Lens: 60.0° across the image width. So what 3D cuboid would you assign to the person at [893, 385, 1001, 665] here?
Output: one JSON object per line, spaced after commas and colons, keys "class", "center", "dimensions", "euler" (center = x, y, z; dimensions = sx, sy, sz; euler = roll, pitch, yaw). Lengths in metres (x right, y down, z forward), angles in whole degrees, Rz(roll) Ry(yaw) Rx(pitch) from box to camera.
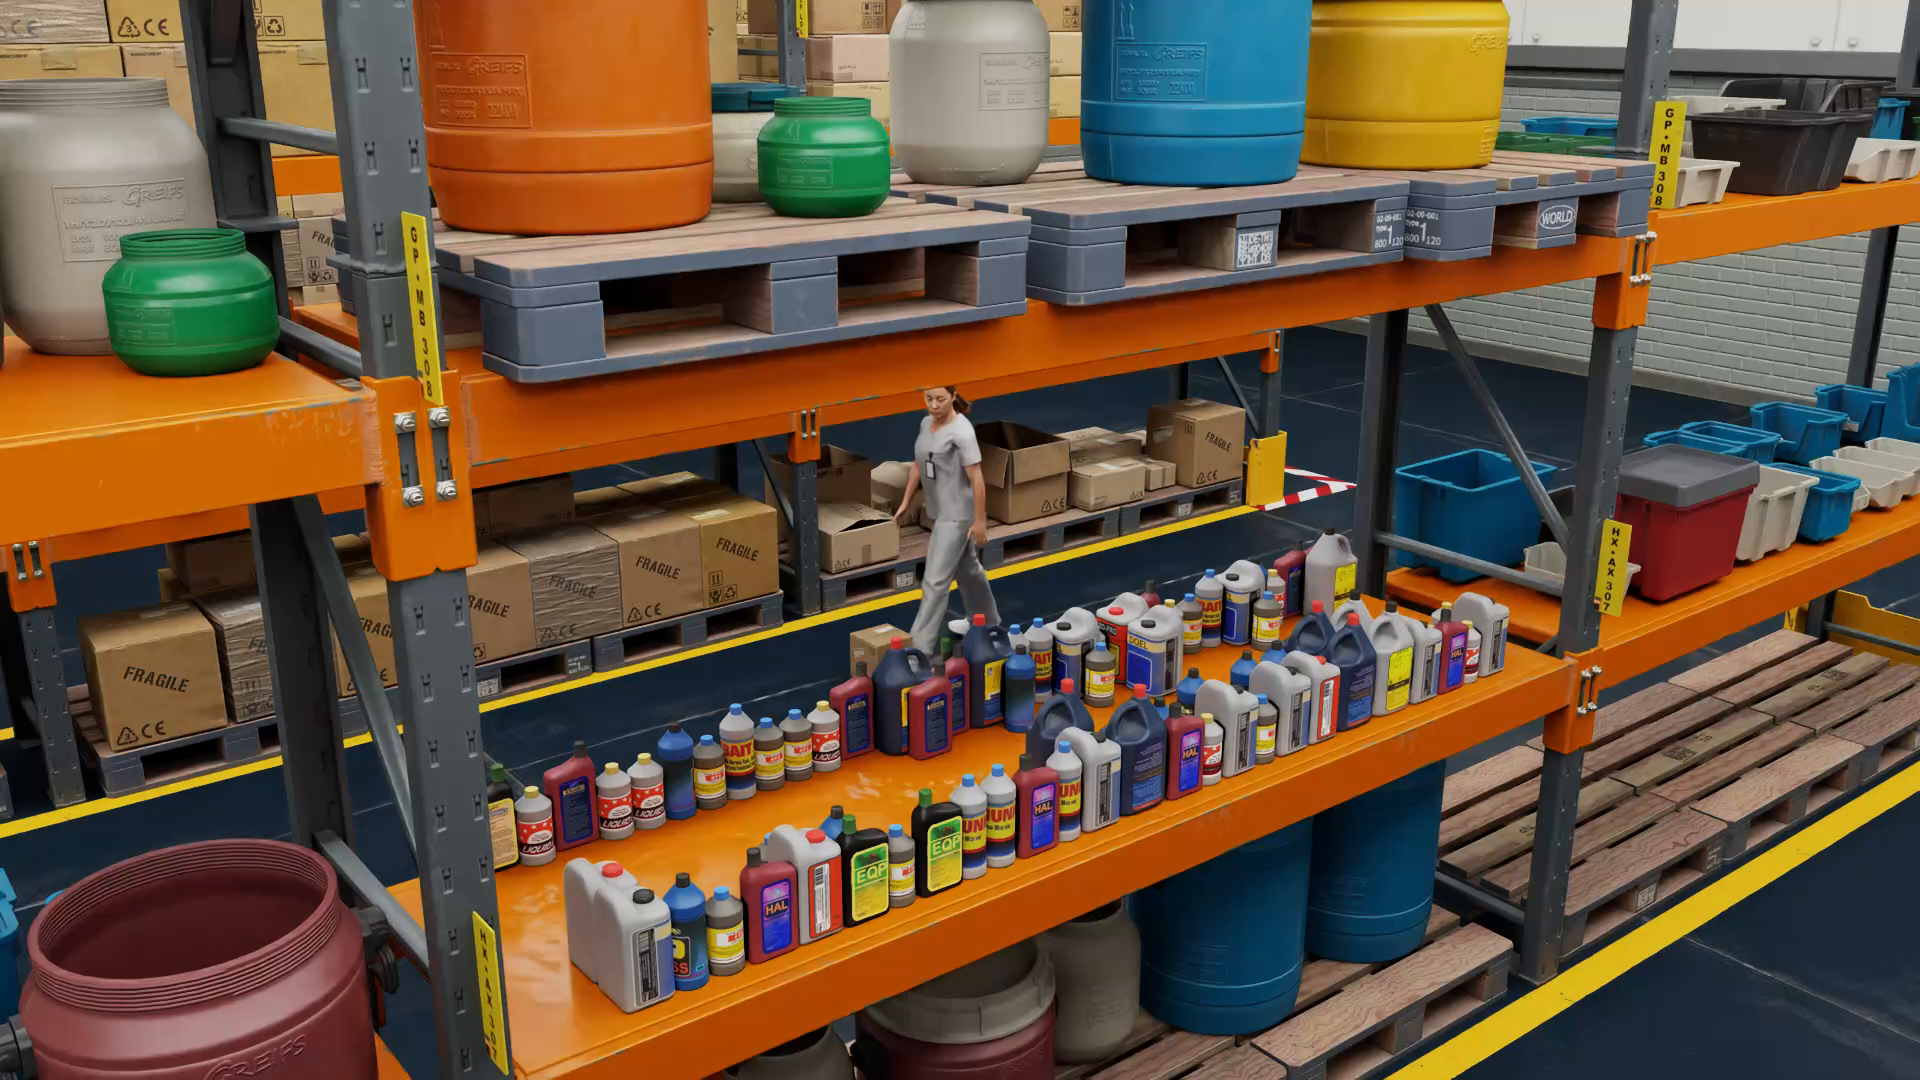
{"class": "person", "center": [-0.117, -0.144, 9.000], "dimensions": [0.871, 1.639, 0.572], "euler": [-8, 19, -23]}
